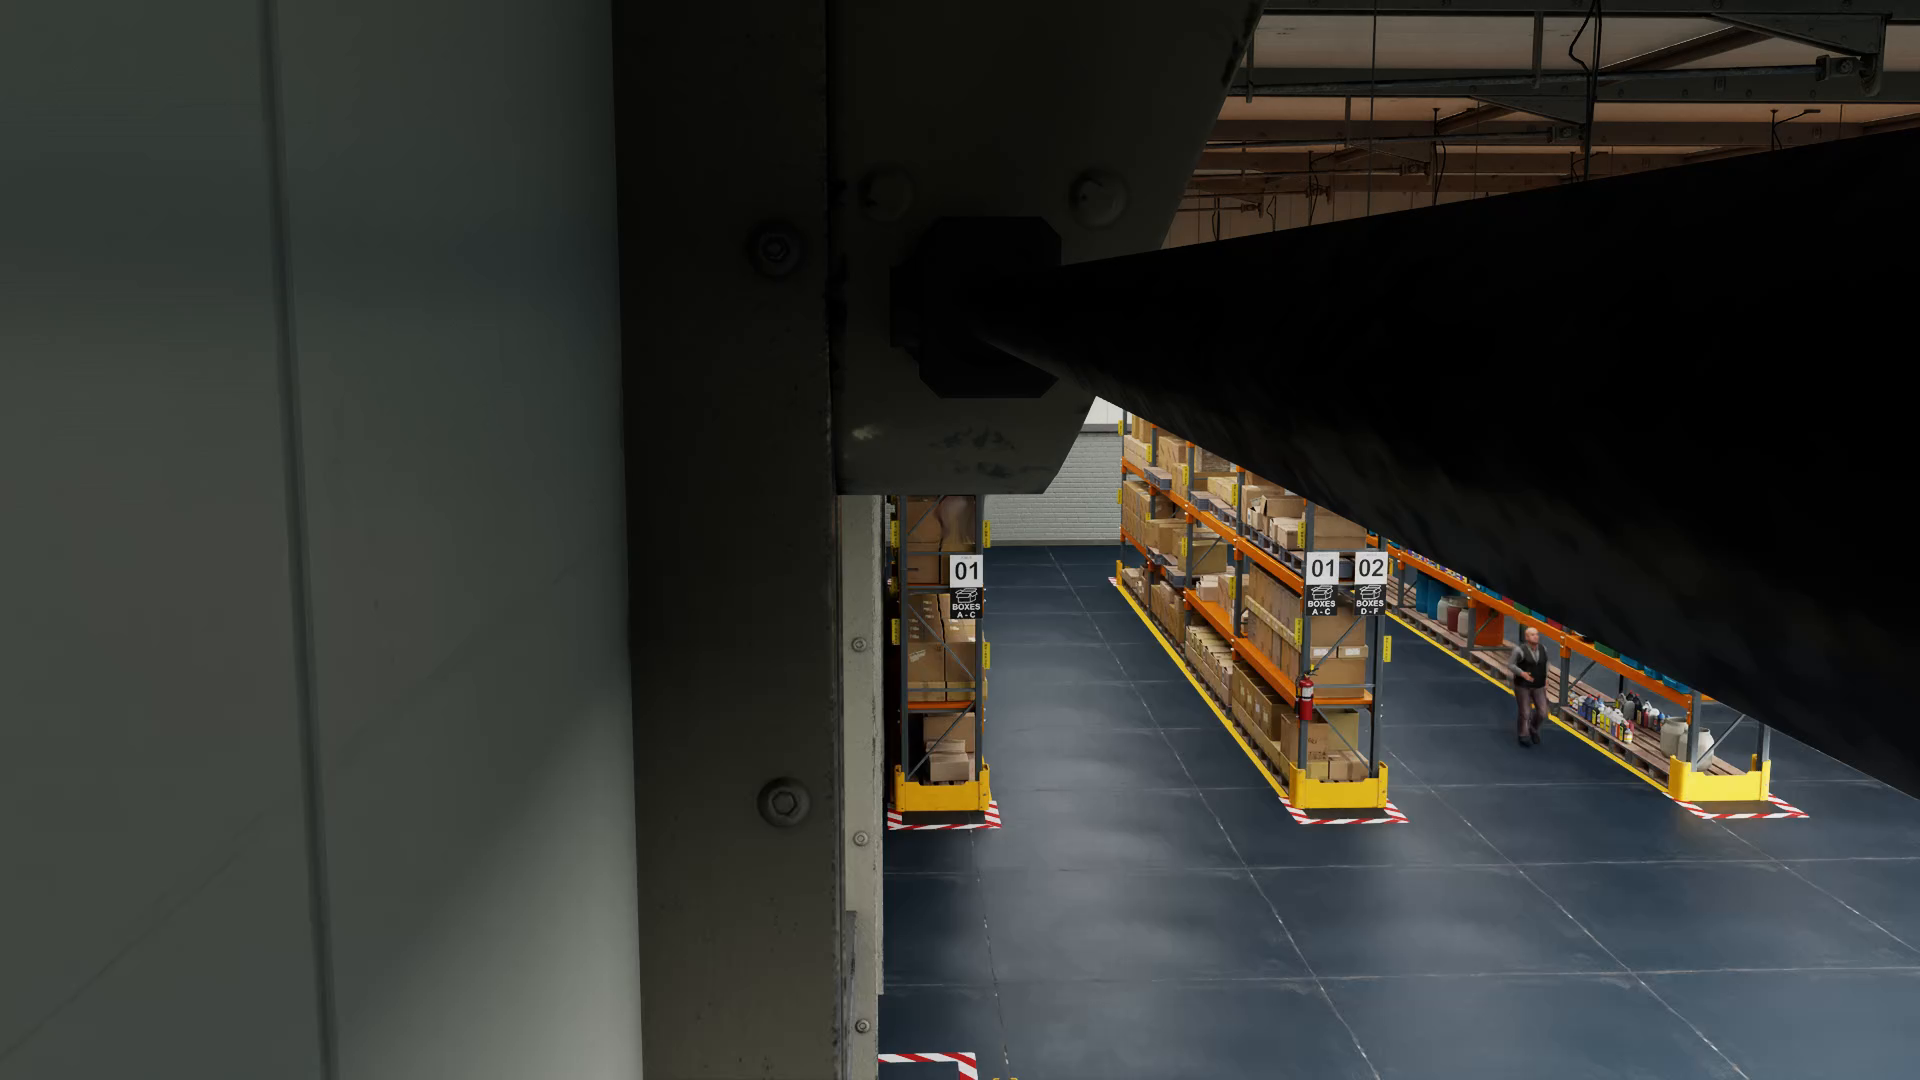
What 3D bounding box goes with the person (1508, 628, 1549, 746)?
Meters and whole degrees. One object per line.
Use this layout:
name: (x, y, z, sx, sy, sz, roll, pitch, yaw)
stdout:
person: (7.995, 2.067, 23.289, 0.657, 1.697, 0.638, 0, 8, -2)
